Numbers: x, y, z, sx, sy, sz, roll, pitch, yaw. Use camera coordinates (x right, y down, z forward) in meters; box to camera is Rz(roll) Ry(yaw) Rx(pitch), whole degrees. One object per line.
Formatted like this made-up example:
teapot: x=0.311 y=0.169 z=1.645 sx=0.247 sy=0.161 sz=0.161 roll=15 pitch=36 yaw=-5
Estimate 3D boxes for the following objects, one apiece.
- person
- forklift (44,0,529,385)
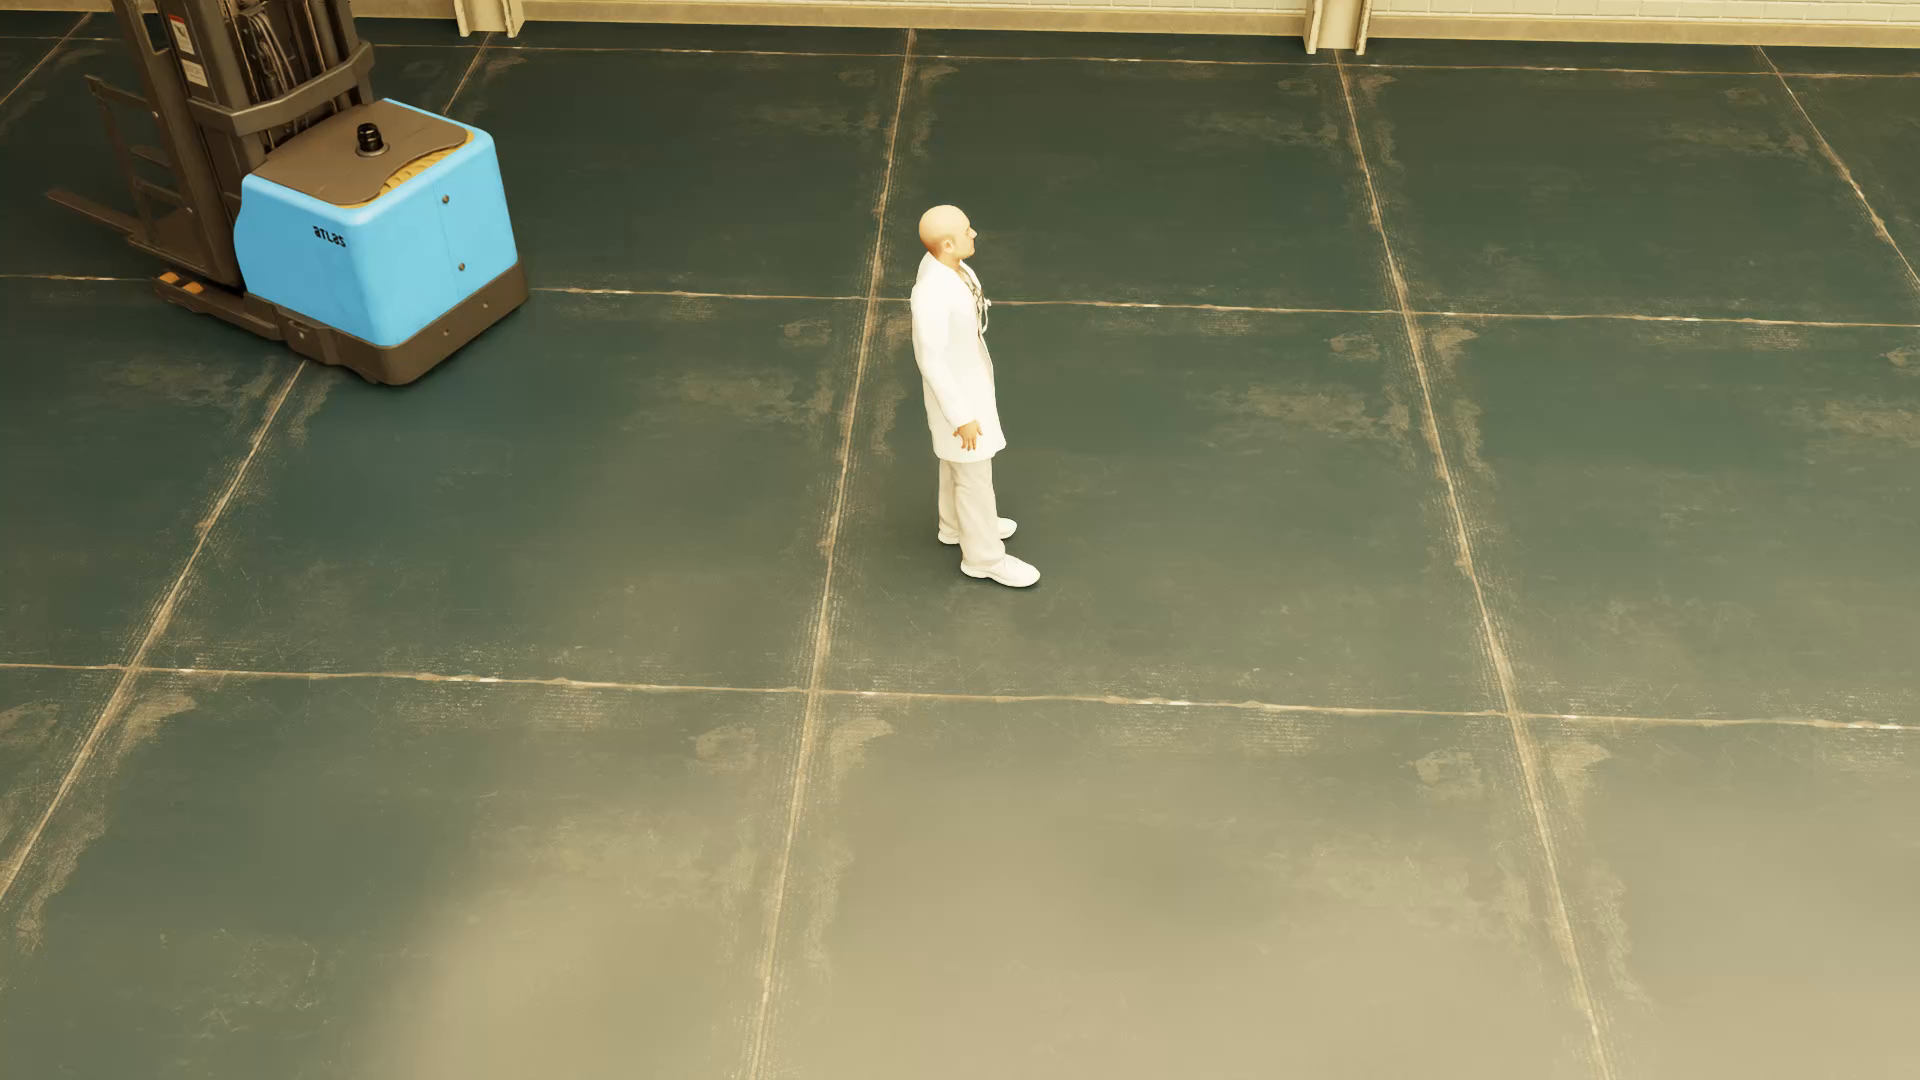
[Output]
person: x=0.091 y=-0.656 z=7.306 sx=0.578 sy=1.777 sz=0.698 roll=2 pitch=42 yaw=2
forklift: x=-3.945 y=-2.637 z=8.631 sx=3.031 sy=2.935 sz=1.130 roll=22 pitch=47 yaw=22
